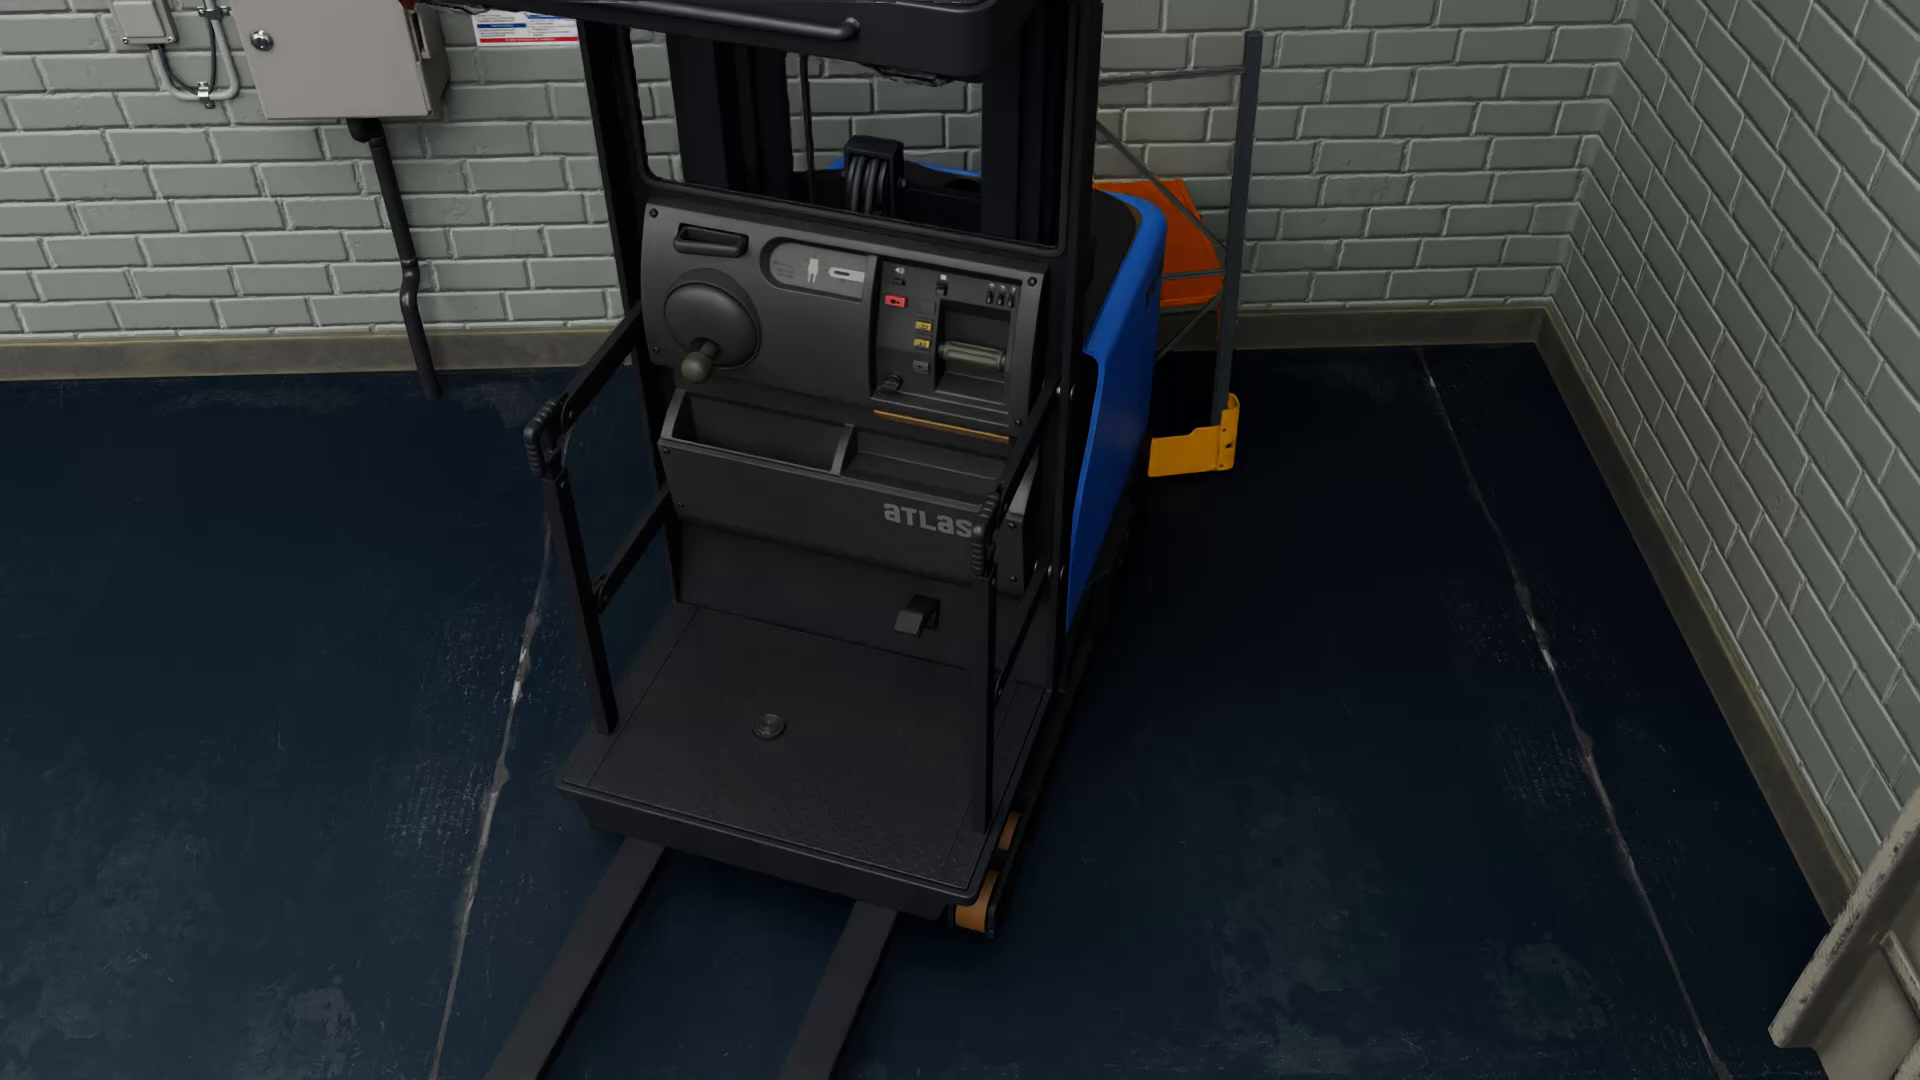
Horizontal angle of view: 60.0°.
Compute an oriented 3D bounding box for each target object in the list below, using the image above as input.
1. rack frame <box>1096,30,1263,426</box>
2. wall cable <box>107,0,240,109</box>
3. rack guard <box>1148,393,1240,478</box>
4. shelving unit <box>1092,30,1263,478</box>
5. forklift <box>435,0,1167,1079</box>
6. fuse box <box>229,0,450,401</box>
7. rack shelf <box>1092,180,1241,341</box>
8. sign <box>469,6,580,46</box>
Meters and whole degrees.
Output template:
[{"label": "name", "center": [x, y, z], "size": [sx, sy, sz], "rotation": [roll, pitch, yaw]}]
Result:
[{"label": "rack frame", "center": [0.583, -0.773, 4.928], "size": [0.500, 1.500, 0.032], "rotation": [-6, 42, -4]}, {"label": "wall cable", "center": [-2.497, -2.051, 4.516], "size": [0.588, 1.984, 0.122], "rotation": [-2, 43, -2]}, {"label": "rack guard", "center": [0.599, -0.321, 5.360], "size": [0.587, 0.250, 0.087], "rotation": [-6, 42, -4]}, {"label": "shelving unit", "center": [0.517, -1.115, 5.311], "size": [0.587, 1.500, 1.083], "rotation": [-6, 42, -4]}, {"label": "forklift", "center": [-0.337, -0.410, 3.528], "size": [1.130, 2.935, 3.031], "rotation": [12, 44, 13]}, {"label": "fuse box", "center": [-1.809, -1.115, 5.200], "size": [0.539, 1.711, 0.414], "rotation": [-2, 43, -2]}, {"label": "rack shelf", "center": [0.524, -0.975, 5.424], "size": [0.538, 0.185, 1.000], "rotation": [-6, 42, -4]}, {"label": "sign", "center": [-1.324, -1.709, 4.965], "size": [0.329, 0.494, 0.001], "rotation": [-2, 43, -2]}]
